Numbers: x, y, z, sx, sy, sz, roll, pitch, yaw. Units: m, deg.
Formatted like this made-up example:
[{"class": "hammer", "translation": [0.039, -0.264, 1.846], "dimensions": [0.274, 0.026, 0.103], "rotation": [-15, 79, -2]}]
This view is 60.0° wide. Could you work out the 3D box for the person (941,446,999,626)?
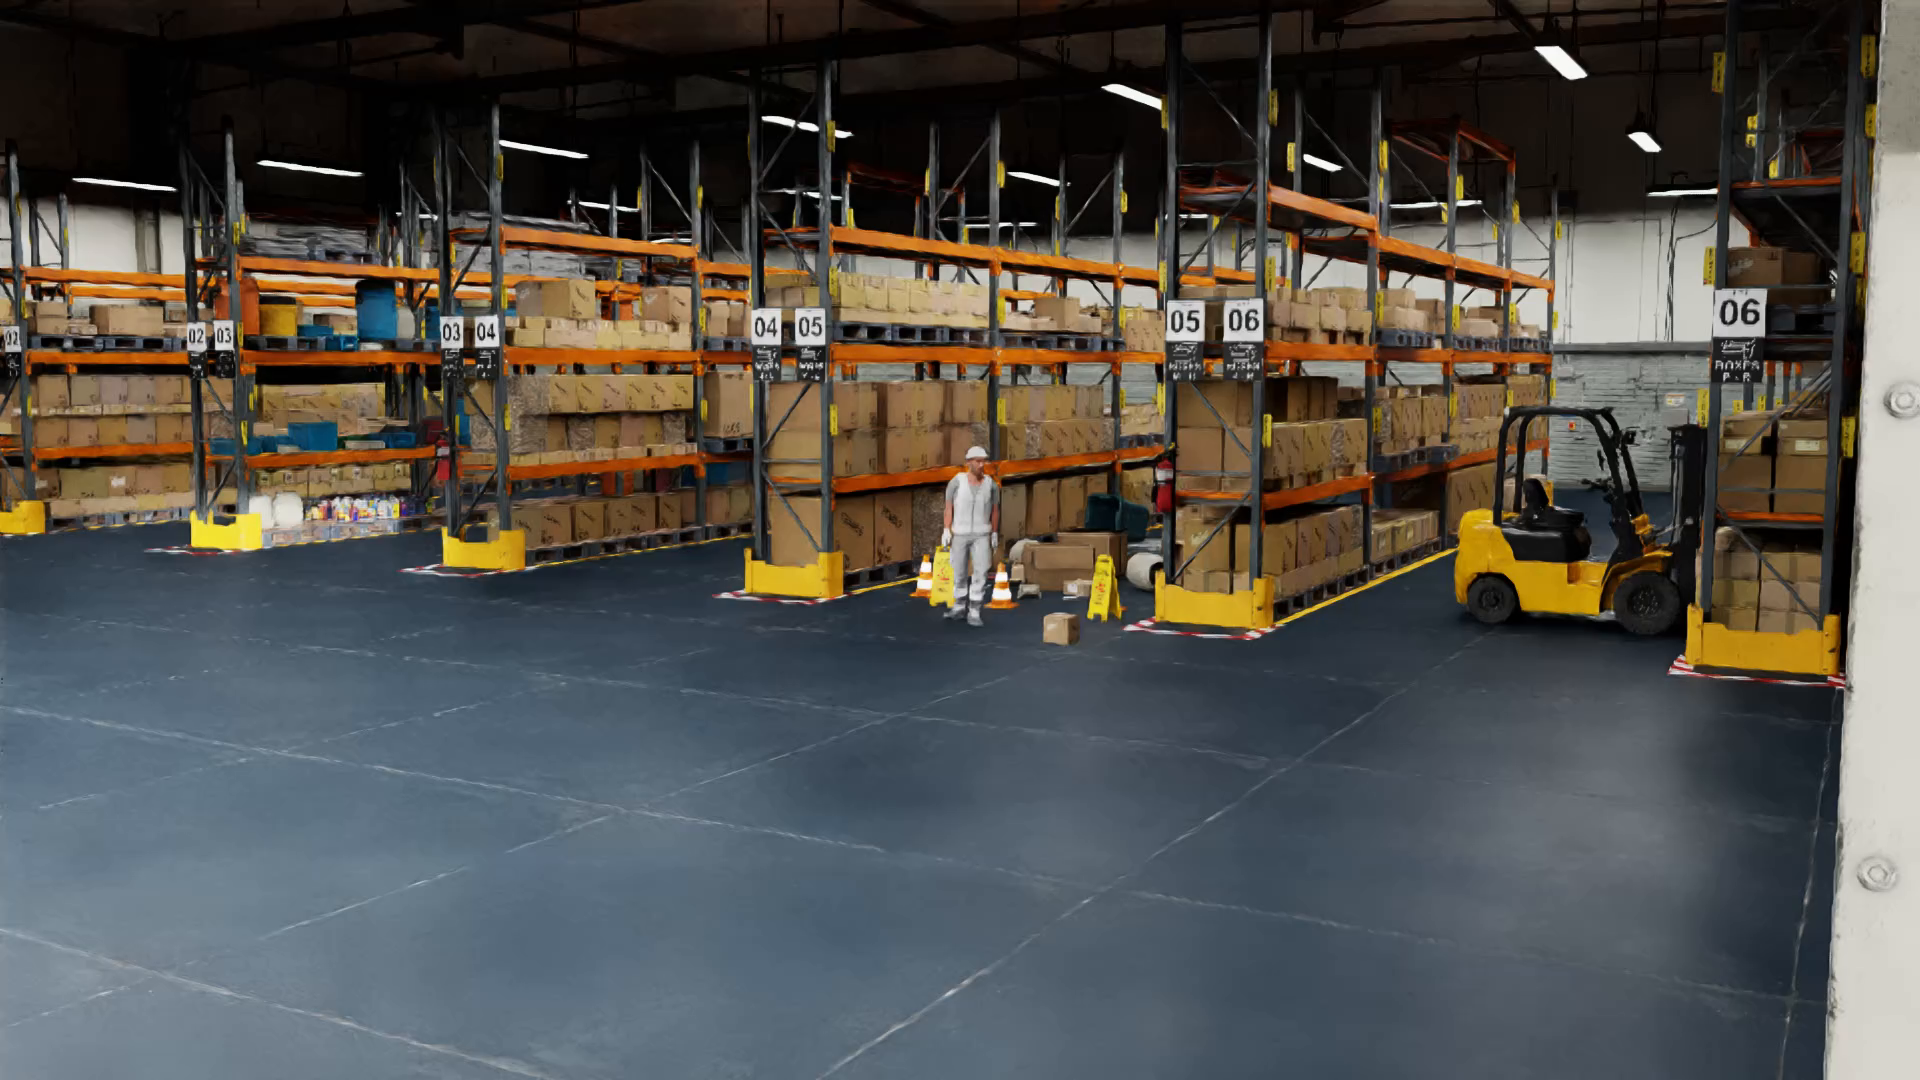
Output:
[{"class": "person", "translation": [0.101, -0.054, 16.514], "dimensions": [0.580, 1.777, 0.562], "rotation": [0, 6, -3]}]
